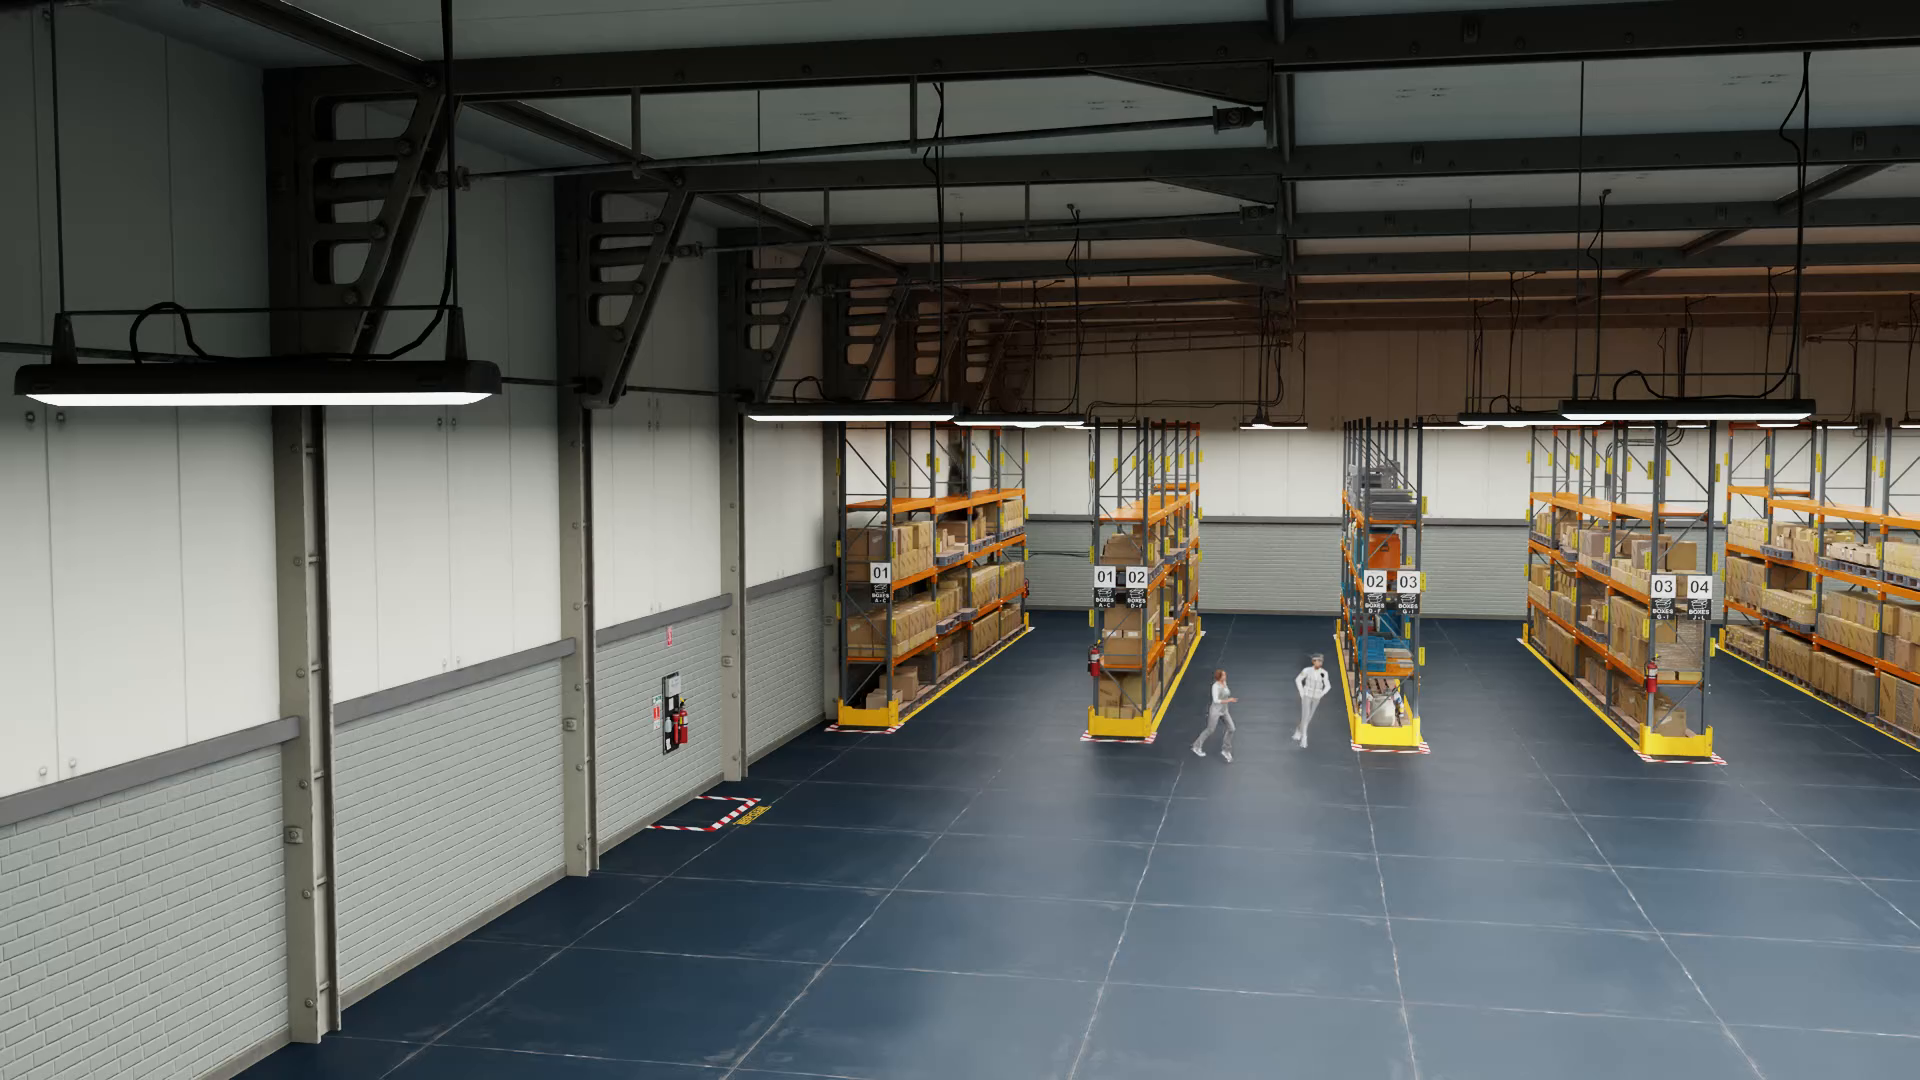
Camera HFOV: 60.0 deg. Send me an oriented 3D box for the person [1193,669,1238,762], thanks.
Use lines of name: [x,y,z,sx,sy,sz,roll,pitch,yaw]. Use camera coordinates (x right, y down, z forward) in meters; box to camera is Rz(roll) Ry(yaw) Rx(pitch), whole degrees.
person: [4.480,3.056,28.985,0.837,1.610,0.545,3,5,40]

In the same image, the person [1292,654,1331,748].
person: [6.476,2.913,30.507,0.652,1.665,0.733,0,4,-4]
